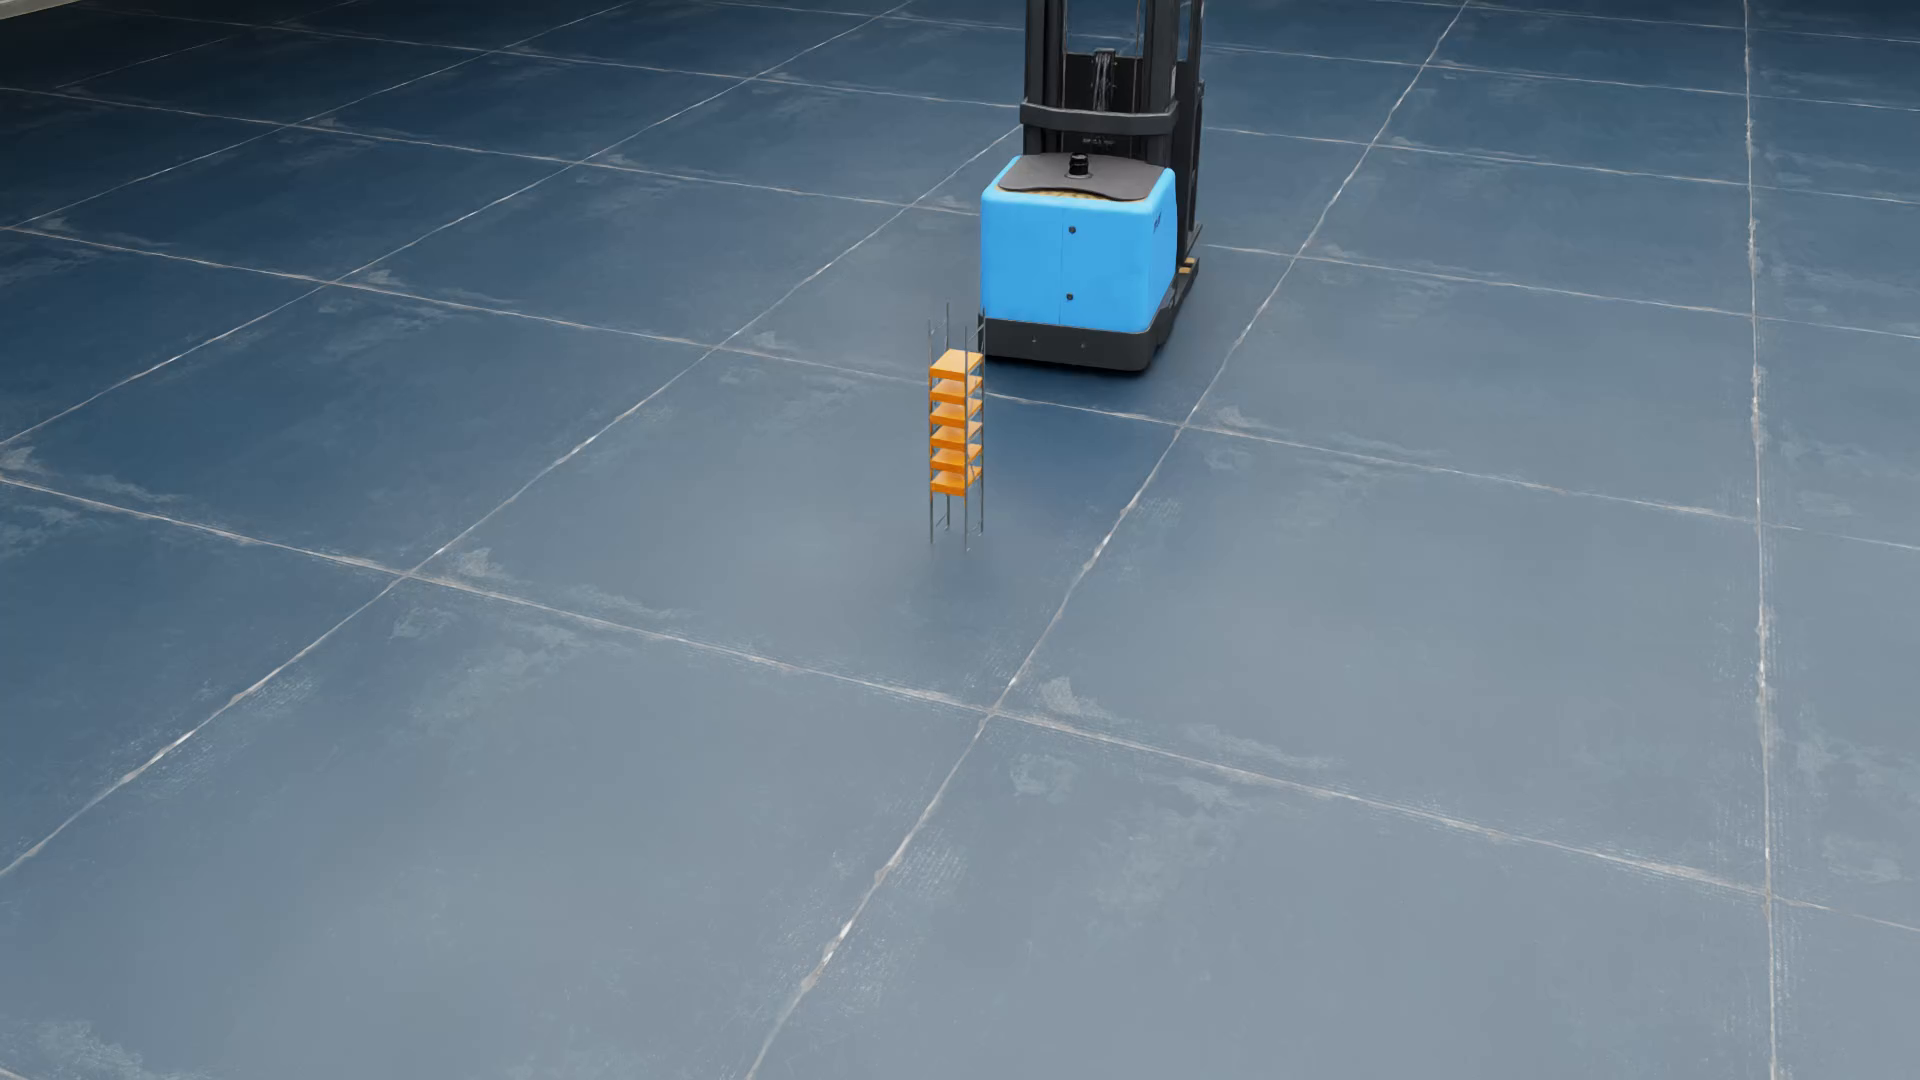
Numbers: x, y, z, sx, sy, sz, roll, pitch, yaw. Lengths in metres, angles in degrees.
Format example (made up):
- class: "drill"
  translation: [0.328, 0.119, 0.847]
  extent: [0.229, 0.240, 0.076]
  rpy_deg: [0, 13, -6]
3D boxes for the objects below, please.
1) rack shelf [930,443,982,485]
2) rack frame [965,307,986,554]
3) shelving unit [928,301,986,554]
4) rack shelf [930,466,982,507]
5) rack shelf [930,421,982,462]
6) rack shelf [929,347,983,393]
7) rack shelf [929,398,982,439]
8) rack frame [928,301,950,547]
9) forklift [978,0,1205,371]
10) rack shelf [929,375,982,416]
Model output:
- class: "rack shelf"
  translation: [-0.013, -0.382, 8.040]
  extent: [0.180, 0.103, 0.258]
  rpy_deg: [11, 31, 19]
- class: "rack frame"
  translation: [0.071, -0.508, 7.930]
  extent: [0.006, 1.200, 0.240]
  rpy_deg: [11, 31, 19]
- class: "shelving unit"
  translation: [-0.013, -0.525, 7.959]
  extent: [0.189, 1.200, 0.258]
  rpy_deg: [11, 31, 19]
- class: "rack shelf"
  translation: [-0.013, -0.277, 8.099]
  extent: [0.180, 0.103, 0.258]
  rpy_deg: [11, 31, 19]
- class: "rack shelf"
  translation: [-0.013, -0.486, 7.981]
  extent: [0.180, 0.103, 0.258]
  rpy_deg: [11, 31, 19]
- class: "rack shelf"
  translation: [-0.013, -0.800, 7.804]
  extent: [0.180, 0.103, 0.258]
  rpy_deg: [11, 31, 19]
- class: "rack shelf"
  translation: [-0.013, -0.591, 7.922]
  extent: [0.180, 0.103, 0.258]
  rpy_deg: [11, 31, 19]
- class: "rack frame"
  translation: [-0.098, -0.542, 7.989]
  extent: [0.006, 1.200, 0.240]
  rpy_deg: [11, 31, 19]
- class: "forklift"
  translation: [1.009, -2.992, 10.565]
  extent: [1.130, 2.935, 3.031]
  rpy_deg: [8, 30, 14]
- class: "rack shelf"
  translation: [-0.013, -0.695, 7.863]
  extent: [0.180, 0.103, 0.258]
  rpy_deg: [11, 31, 19]
